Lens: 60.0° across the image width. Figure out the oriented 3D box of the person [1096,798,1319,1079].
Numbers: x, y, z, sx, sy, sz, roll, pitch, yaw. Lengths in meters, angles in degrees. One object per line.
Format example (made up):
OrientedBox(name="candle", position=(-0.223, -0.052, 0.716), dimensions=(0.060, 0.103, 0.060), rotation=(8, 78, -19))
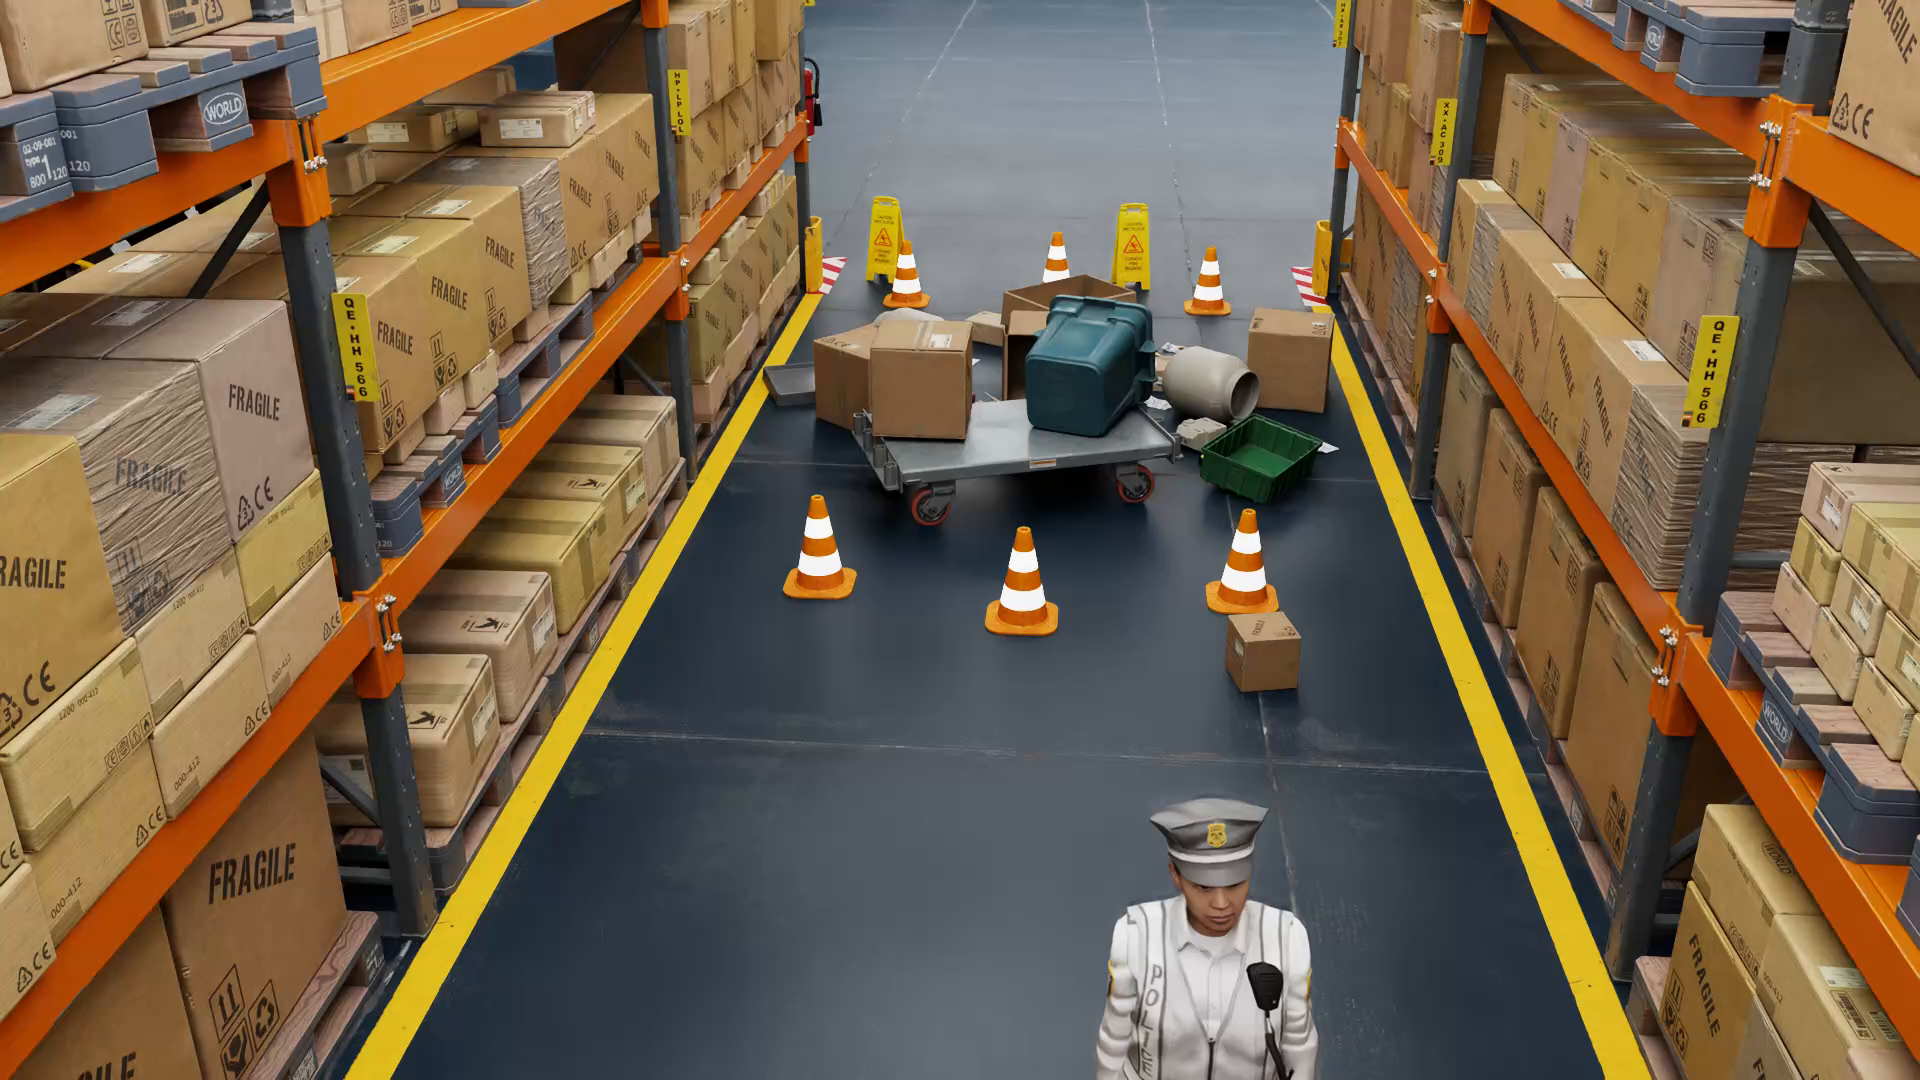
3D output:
OrientedBox(name="person", position=(0.542, 1.286, 3.722), dimensions=(0.484, 1.678, 0.535), rotation=(1, 25, 3))
